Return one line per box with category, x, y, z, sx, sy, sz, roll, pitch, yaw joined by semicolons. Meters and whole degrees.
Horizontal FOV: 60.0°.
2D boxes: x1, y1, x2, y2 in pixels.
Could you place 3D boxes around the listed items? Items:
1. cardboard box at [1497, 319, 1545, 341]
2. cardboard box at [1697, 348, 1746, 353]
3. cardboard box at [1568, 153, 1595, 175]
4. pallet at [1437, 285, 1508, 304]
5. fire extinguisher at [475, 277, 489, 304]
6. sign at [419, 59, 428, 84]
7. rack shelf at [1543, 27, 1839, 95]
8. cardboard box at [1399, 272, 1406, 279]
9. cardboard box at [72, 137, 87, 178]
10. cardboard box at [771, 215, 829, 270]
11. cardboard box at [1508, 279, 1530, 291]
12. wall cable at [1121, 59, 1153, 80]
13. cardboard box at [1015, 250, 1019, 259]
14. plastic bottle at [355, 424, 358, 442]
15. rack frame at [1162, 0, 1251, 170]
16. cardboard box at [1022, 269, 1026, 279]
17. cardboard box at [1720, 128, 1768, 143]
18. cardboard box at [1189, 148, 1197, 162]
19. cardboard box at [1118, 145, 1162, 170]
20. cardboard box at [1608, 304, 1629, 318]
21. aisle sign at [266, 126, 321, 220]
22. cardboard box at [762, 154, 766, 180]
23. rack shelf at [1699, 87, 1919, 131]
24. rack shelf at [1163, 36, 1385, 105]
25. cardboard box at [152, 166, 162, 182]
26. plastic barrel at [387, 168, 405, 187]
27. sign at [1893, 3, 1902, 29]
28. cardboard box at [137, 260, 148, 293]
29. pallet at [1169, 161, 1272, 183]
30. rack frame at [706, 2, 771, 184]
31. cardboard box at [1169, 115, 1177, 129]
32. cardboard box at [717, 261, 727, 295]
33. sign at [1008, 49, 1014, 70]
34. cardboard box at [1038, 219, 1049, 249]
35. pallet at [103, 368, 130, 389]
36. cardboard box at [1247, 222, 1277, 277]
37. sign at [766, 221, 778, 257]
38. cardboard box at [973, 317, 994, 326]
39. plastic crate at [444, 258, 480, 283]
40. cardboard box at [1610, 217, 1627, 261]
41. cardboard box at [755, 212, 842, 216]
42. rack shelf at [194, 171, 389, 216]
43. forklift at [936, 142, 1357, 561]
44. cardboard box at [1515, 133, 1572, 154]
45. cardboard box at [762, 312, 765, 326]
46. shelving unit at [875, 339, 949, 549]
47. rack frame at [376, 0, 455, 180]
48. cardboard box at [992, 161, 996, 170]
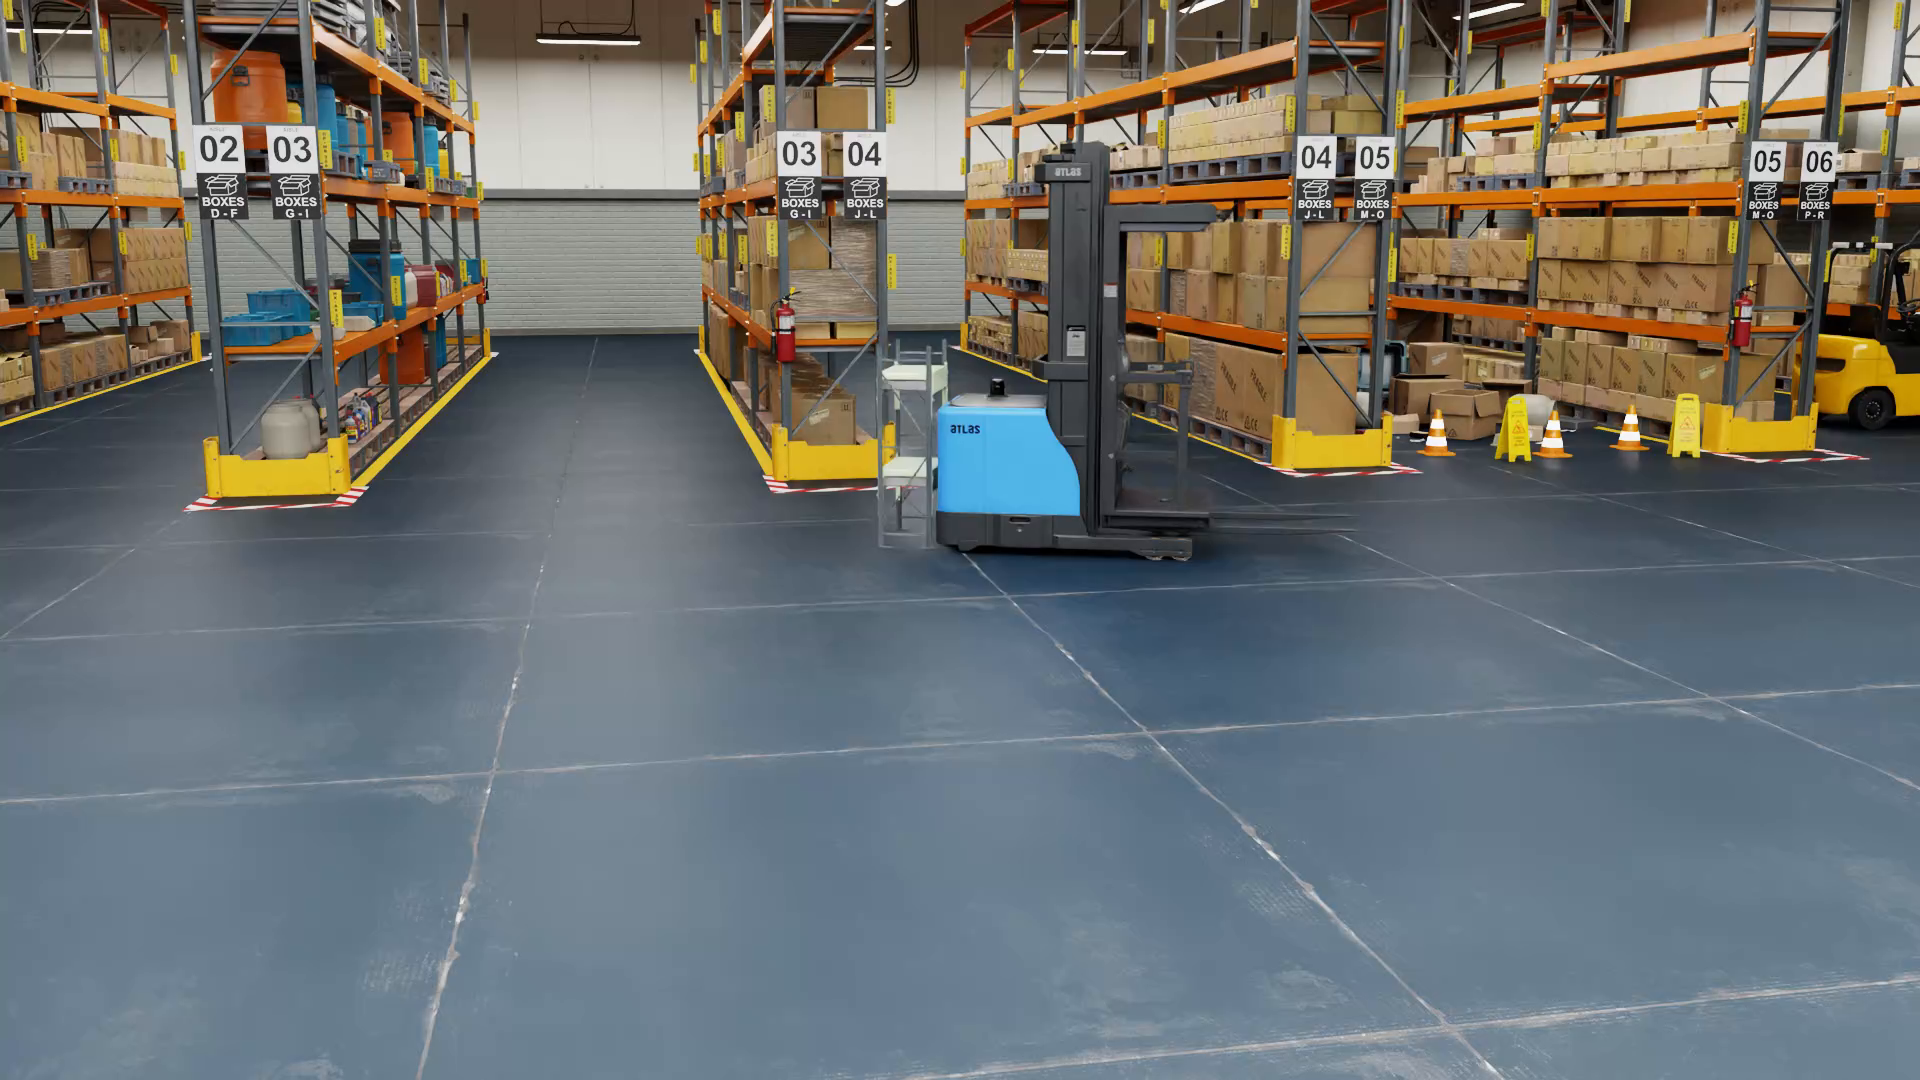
cardboard box;10.654;-4.056;31.544;0.700;0.500;0.500;-3;11;-13
cardboard box;8.545;-1.908;18.923;0.500;0.500;0.500;-3;11;-13
cardboard box;7.690;-4.520;20.008;0.500;0.250;0.500;-2;11;-11
pallet;7.411;-3.437;23.246;1.003;0.211;1.213;-2;11;-11
fire extinguisher;-8.733;-4.643;30.271;0.296;0.674;0.183;-2;11;-11
sign;-7.055;-6.162;21.869;0.100;0.325;0.005;-2;11;-11
rack shelf;8.153;-5.385;18.853;1.077;0.370;4.000;-2;11;-11
cardboard box;6.642;-4.145;25.513;0.500;0.250;0.500;-2;11;-11
cardboard box;-13.205;-5.590;24.362;0.600;0.600;0.600;-3;11;-16
cardboard box;-1.529;-2.844;15.878;0.500;0.500;0.500;-2;11;-11
cardboard box;7.393;-3.327;21.701;0.380;0.149;0.250;-2;11;-10
wall cable;4.785;-9.367;37.844;2.355;3.000;0.029;-2;11;-11
cardboard box;1.105;-4.616;26.885;0.380;0.149;0.250;-2;11;-11
plastic bottle;-6.105;-1.090;16.706;0.097;0.201;0.097;0;11;0
rack frame;2.928;-5.908;19.669;1.000;3.000;0.127;-2;11;-11
cardboard box;1.199;-4.233;26.461;0.380;0.149;0.250;-3;11;-14
cardboard box;8.186;-4.219;17.357;0.380;0.149;0.250;-2;11;-10
cardboard box;2.813;-4.348;18.778;0.380;0.149;0.250;-2;11;-12
cardboard box;2.371;-4.960;21.557;0.500;0.311;0.500;-3;11;-13
cardboard box;7.826;-2.686;19.460;0.380;0.149;0.250;-2;11;-11
aisle sign;-5.736;-3.160;14.323;0.394;0.787;0.004;-2;11;-11
cardboard box;-1.714;-3.730;16.651;0.500;0.250;0.500;-2;11;-10
rack shelf;12.243;-6.105;23.696;1.077;0.370;4.000;-2;11;-11
rack shelf;3.317;-4.991;17.847;1.077;0.370;4.000;-2;11;-11
cardboard box;-13.468;-6.017;27.330;0.500;0.250;0.500;-2;11;-11
plastic barrel;-7.117;-4.533;20.840;0.301;0.262;0.301;0;11;0
sign;12.102;-6.764;21.455;0.100;0.325;0.005;-2;11;-11
cardboard box;-13.166;-4.153;26.226;0.500;0.500;0.500;-2;11;-10
pallet;3.077;-4.240;19.168;1.003;0.211;1.213;-2;11;-11
rack frame;-3.513;-7.213;26.528;1.000;3.000;0.127;-2;11;-11
cardboard box;2.665;-4.879;19.435;0.380;0.149;0.250;-2;11;-10
cardboard box;-3.473;-4.038;25.622;0.500;0.500;0.500;-2;11;-12
sign;0.836;-7.857;27.198;0.100;0.325;0.005;-2;11;-11
cardboard box;1.523;-5.206;28.290;0.500;0.500;0.500;-2;11;-10
pallet;-13.036;-2.389;24.684;1.003;0.211;1.213;-2;11;-11
cardboard box;3.474;-2.998;17.138;0.875;0.550;0.550;-2;11;-11
sign;-1.728;-2.773;15.301;0.100;0.325;0.005;-2;11;-11
cardboard box;0.457;-4.054;30.886;0.380;0.149;0.250;-2;11;-11
plastic crate;-8.901;-4.812;29.701;0.616;0.435;0.499;-2;11;-11
cardboard box;7.976;-3.477;19.207;0.700;0.500;0.500;-2;11;-11
cardboard box;-1.974;-3.451;20.077;1.000;1.000;1.000;-2;11;-11
rack shelf;-6.427;-3.372;16.293;1.077;0.370;4.000;-2;11;-11
forklift;1.383;-1.393;12.177;3.031;2.935;1.130;2;11;8
cardboard box;7.526;-5.113;21.455;0.500;0.250;0.500;-2;11;-10
cardboard box;-1.906;-2.351;17.696;0.380;0.149;0.250;-2;11;-11
shelving unit;-0.354;-0.744;12.594;0.431;1.500;0.755;2;11;8
rack frame;-8.372;-7.033;25.582;1.000;3.000;0.127;-2;11;-11
cardboard box;0.766;-6.553;29.079;0.380;0.149;0.250;-2;11;-11
